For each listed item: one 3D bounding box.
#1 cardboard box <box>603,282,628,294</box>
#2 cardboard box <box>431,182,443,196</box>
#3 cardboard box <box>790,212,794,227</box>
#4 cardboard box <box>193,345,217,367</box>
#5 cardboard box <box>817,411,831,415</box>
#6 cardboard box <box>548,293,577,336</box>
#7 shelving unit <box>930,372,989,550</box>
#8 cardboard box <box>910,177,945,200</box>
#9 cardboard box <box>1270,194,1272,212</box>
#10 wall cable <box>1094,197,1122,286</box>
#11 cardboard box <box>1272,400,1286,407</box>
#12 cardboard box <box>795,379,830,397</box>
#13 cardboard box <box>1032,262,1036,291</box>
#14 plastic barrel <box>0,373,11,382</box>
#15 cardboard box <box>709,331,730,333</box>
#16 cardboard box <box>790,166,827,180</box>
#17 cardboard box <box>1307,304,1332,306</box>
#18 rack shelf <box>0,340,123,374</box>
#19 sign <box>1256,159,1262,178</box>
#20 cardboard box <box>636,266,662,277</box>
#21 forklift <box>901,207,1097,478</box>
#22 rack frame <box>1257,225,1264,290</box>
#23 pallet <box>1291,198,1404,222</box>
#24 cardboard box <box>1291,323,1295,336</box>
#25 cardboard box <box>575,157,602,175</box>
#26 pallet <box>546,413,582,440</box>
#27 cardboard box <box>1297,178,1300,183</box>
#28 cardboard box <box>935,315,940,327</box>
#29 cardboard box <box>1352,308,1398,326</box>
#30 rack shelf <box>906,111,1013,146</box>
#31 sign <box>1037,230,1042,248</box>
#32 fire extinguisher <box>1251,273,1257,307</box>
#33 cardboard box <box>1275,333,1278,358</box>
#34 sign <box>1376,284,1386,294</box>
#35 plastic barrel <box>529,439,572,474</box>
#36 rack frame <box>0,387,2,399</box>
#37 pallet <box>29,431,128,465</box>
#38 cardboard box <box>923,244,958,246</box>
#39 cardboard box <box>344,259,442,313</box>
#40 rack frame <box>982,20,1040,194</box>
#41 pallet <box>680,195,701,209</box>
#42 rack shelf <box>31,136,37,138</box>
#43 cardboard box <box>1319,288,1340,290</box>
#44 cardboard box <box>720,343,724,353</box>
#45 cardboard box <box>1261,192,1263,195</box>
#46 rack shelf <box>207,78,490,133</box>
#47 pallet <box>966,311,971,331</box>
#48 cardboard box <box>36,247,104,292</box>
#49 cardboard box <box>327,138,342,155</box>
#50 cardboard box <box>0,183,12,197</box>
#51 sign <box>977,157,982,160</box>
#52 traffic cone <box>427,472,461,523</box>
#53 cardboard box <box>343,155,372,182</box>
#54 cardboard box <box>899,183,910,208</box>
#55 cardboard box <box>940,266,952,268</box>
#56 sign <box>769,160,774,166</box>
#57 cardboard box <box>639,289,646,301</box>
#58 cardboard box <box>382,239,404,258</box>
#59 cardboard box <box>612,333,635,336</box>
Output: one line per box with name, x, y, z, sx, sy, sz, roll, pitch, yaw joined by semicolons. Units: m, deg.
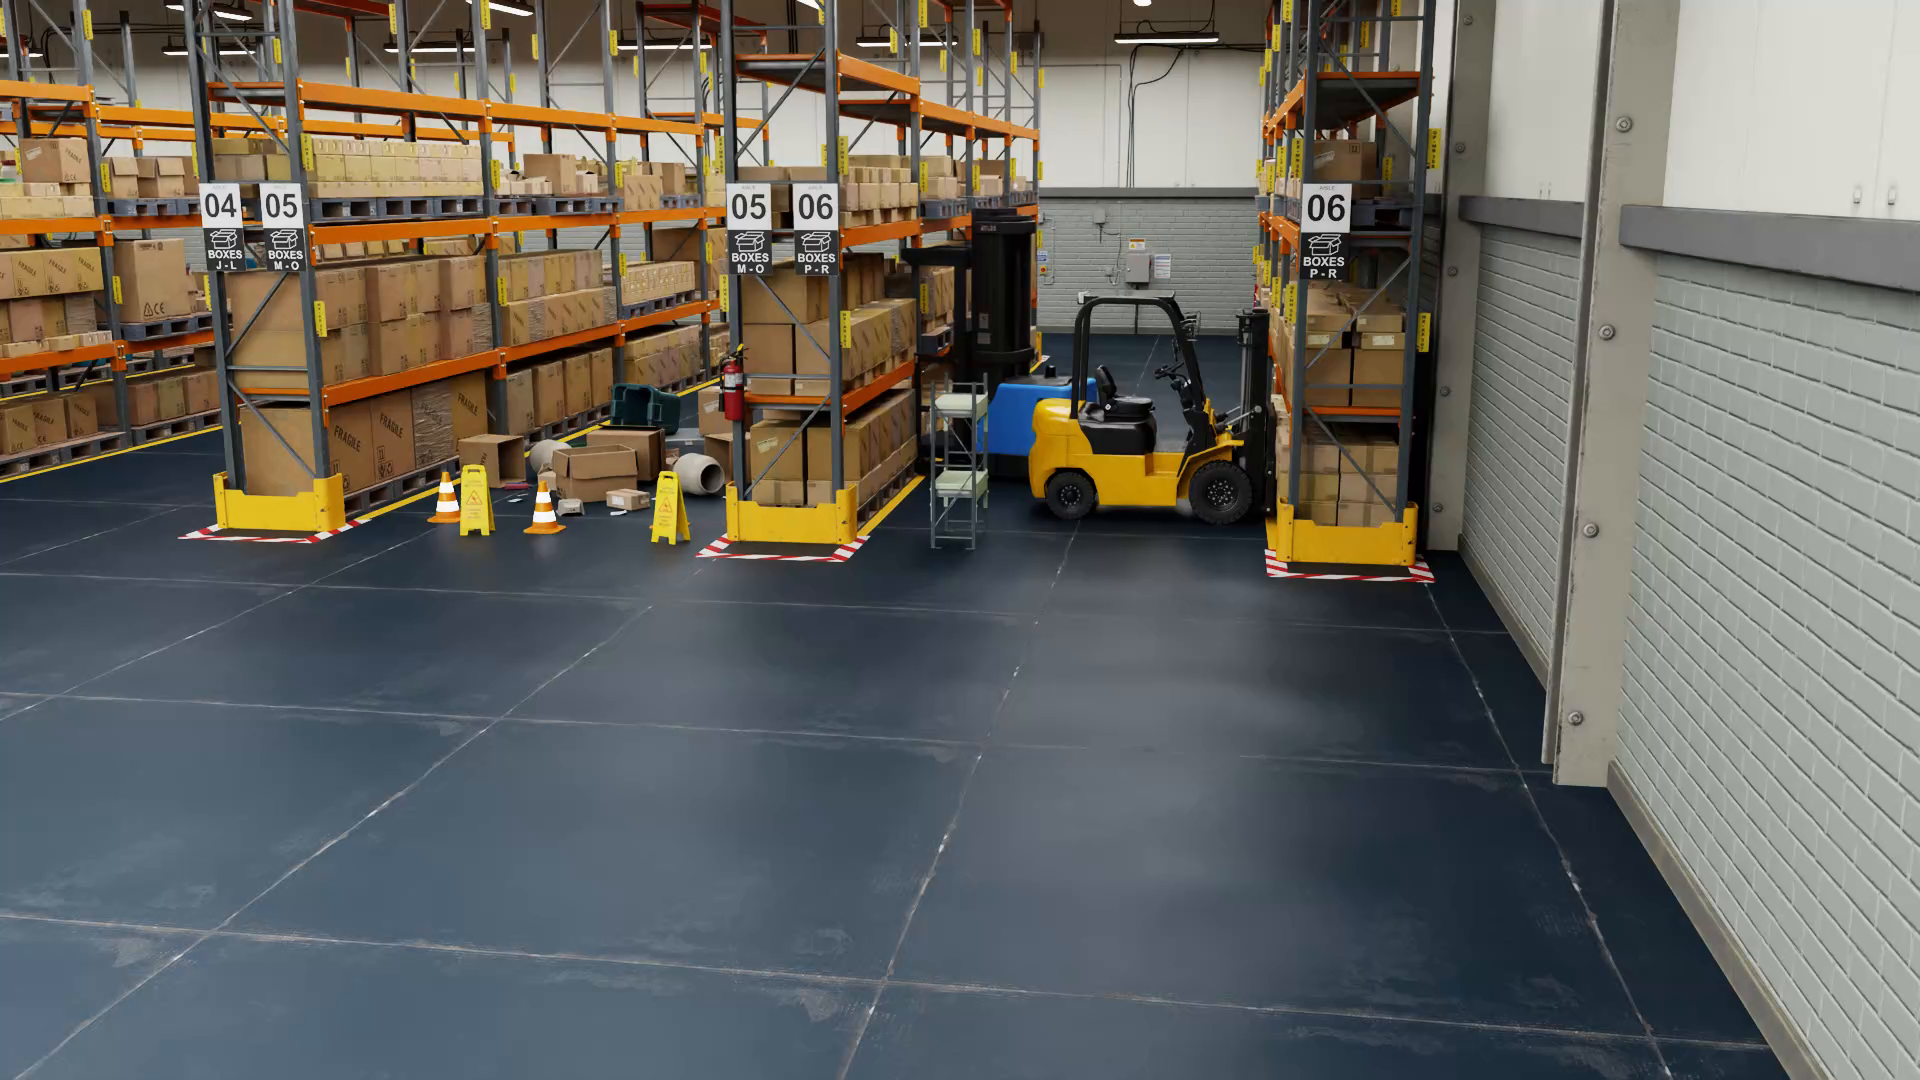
cardboard box;-4.959;-3.590;23.683;0.380;0.149;0.250;2;12;11
cardboard box;-5.743;-3.736;17.706;0.380;0.149;0.250;2;12;10
cardboard box;-1.697;-2.998;15.515;0.380;0.149;0.250;2;12;10
cardboard box;-10.262;-2.558;23.111;0.500;0.250;0.500;3;13;15
cardboard box;-1.529;-1.080;16.892;0.500;0.500;0.500;2;12;7
cardboard box;-5.266;-2.900;21.349;0.500;0.500;0.500;2;12;10
shelving unit;-0.001;-0.732;15.086;0.431;1.500;0.755;2;12;9
cardboard box;-0.454;-4.003;18.944;0.500;0.250;0.500;2;12;7
cardboard box;4.572;-4.685;23.107;0.500;0.250;0.500;2;12;9
wall cable;3.152;-6.422;35.517;0.588;1.984;0.122;2;12;9
cardboard box;3.492;-1.289;17.270;0.500;0.250;0.500;2;12;9
cardboard box;-1.299;-1.405;15.245;0.380;0.149;0.250;2;12;9
cardboard box;1.092;-4.734;29.860;0.500;0.500;0.500;2;12;9
plastic barrel;-14.953;-2.857;25.543;0.600;0.830;0.708;2;12;9
cardboard box;-4.170;-3.543;28.927;0.380;0.149;0.250;1;12;6
cardboard box;-1.299;-3.264;14.860;0.380;0.149;0.250;2;12;8
cardboard box;3.259;-2.111;15.443;0.380;0.149;0.250;2;12;10
rack shelf;-11.040;-1.849;18.419;1.077;0.370;4.000;2;12;9
sign;5.274;-6.545;29.307;0.100;0.325;0.005;2;12;9
cardboard box;-4.727;-4.057;25.142;0.380;0.149;0.250;2;12;8
forklift;-0.023;-2.232;18.649;3.031;2.935;1.130;5;13;24
rack frame;5.810;-4.634;29.633;1.000;3.000;0.127;2;12;9
pallet;3.669;-3.128;15.733;1.003;0.211;1.213;2;12;9
cardboard box;3.280;-1.965;15.472;0.380;0.149;0.250;1;12;7
cardboard box;-5.362;-5.358;23.815;0.396;0.266;0.258;2;12;9
pallet;-5.618;-1.490;21.664;1.003;0.211;1.213;2;12;9
cardboard box;3.216;-3.193;14.913;0.396;0.266;0.258;2;12;9
cardboard box;-0.447;-2.649;20.021;0.380;0.149;0.250;2;12;10
cardboard box;3.713;-1.987;14.865;0.380;0.149;0.250;2;12;10
rack shelf;-0.018;-5.931;24.066;1.077;0.370;4.000;2;12;9
sign;1.439;-5.456;30.134;0.100;0.325;0.005;2;12;9
fire extinguisher;5.376;-4.460;29.892;0.296;0.674;0.183;2;12;9
cardboard box;3.784;-2.176;18.584;0.500;0.250;0.500;2;12;10
sign;4.513;-2.580;17.861;0.100;0.325;0.005;2;12;9
plastic barrel;-4.506;-0.890;18.376;0.421;0.421;0.512;-10;16;-40
rack frame;-15.011;-3.610;24.883;1.000;3.000;0.127;2;12;9
pallet;-10.801;-1.113;19.914;1.003;0.211;1.213;2;12;9
cardboard box;-0.265;-4.098;24.535;0.500;0.500;0.500;2;12;8
cardboard box;-6.126;-2.735;17.901;0.875;0.550;0.550;2;12;9
rack frame;0.905;-7.727;29.744;1.000;3.000;0.127;2;12;9
pallet;-4.817;-5.350;26.282;1.213;0.211;1.003;2;12;9
rack shelf;-18.982;-7.600;30.871;1.077;0.370;4.000;2;12;9
cardboard box;4.513;-2.940;19.996;0.380;0.149;0.250;2;12;10
cardboard box;-4.248;-3.287;28.445;0.380;0.149;0.250;1;12;6
cardboard box;5.323;-5.876;27.928;0.500;0.250;0.500;2;12;7
rack shelf;-6.155;-4.405;16.985;1.077;0.370;4.000;2;12;9
pallet;-0.330;-2.883;21.964;1.213;0.211;1.003;2;12;9
cardboard box;-10.530;-3.198;19.651;0.500;0.500;0.500;2;12;9
cardboard box;-6.057;-3.702;15.656;0.380;0.149;0.250;2;12;9
cardboard box;-10.695;-3.854;18.301;0.380;0.149;0.250;2;12;11
sign;0.358;-6.746;30.049;0.100;0.325;0.005;2;12;9
traffic cone;-4.977;-0.427;16.134;0.336;0.463;0.334;2;12;9
cardboard box;-6.058;-3.593;16.099;0.500;0.250;0.500;2;12;8
cardboard box;-0.819;-3.629;17.498;0.500;0.250;0.500;2;12;8
cardboard box;-0.298;-3.496;20.871;0.380;0.149;0.250;1;12;6
sign;-3.456;-6.811;30.510;0.100;0.325;0.005;2;12;9
cardboard box;-4.841;-3.606;24.460;0.380;0.149;0.250;2;12;11
cardboard box;-9.592;-4.689;27.268;0.797;0.503;0.637;2;12;7
cardboard box;-5.225;-2.980;25.113;0.500;0.250;0.500;2;12;10
